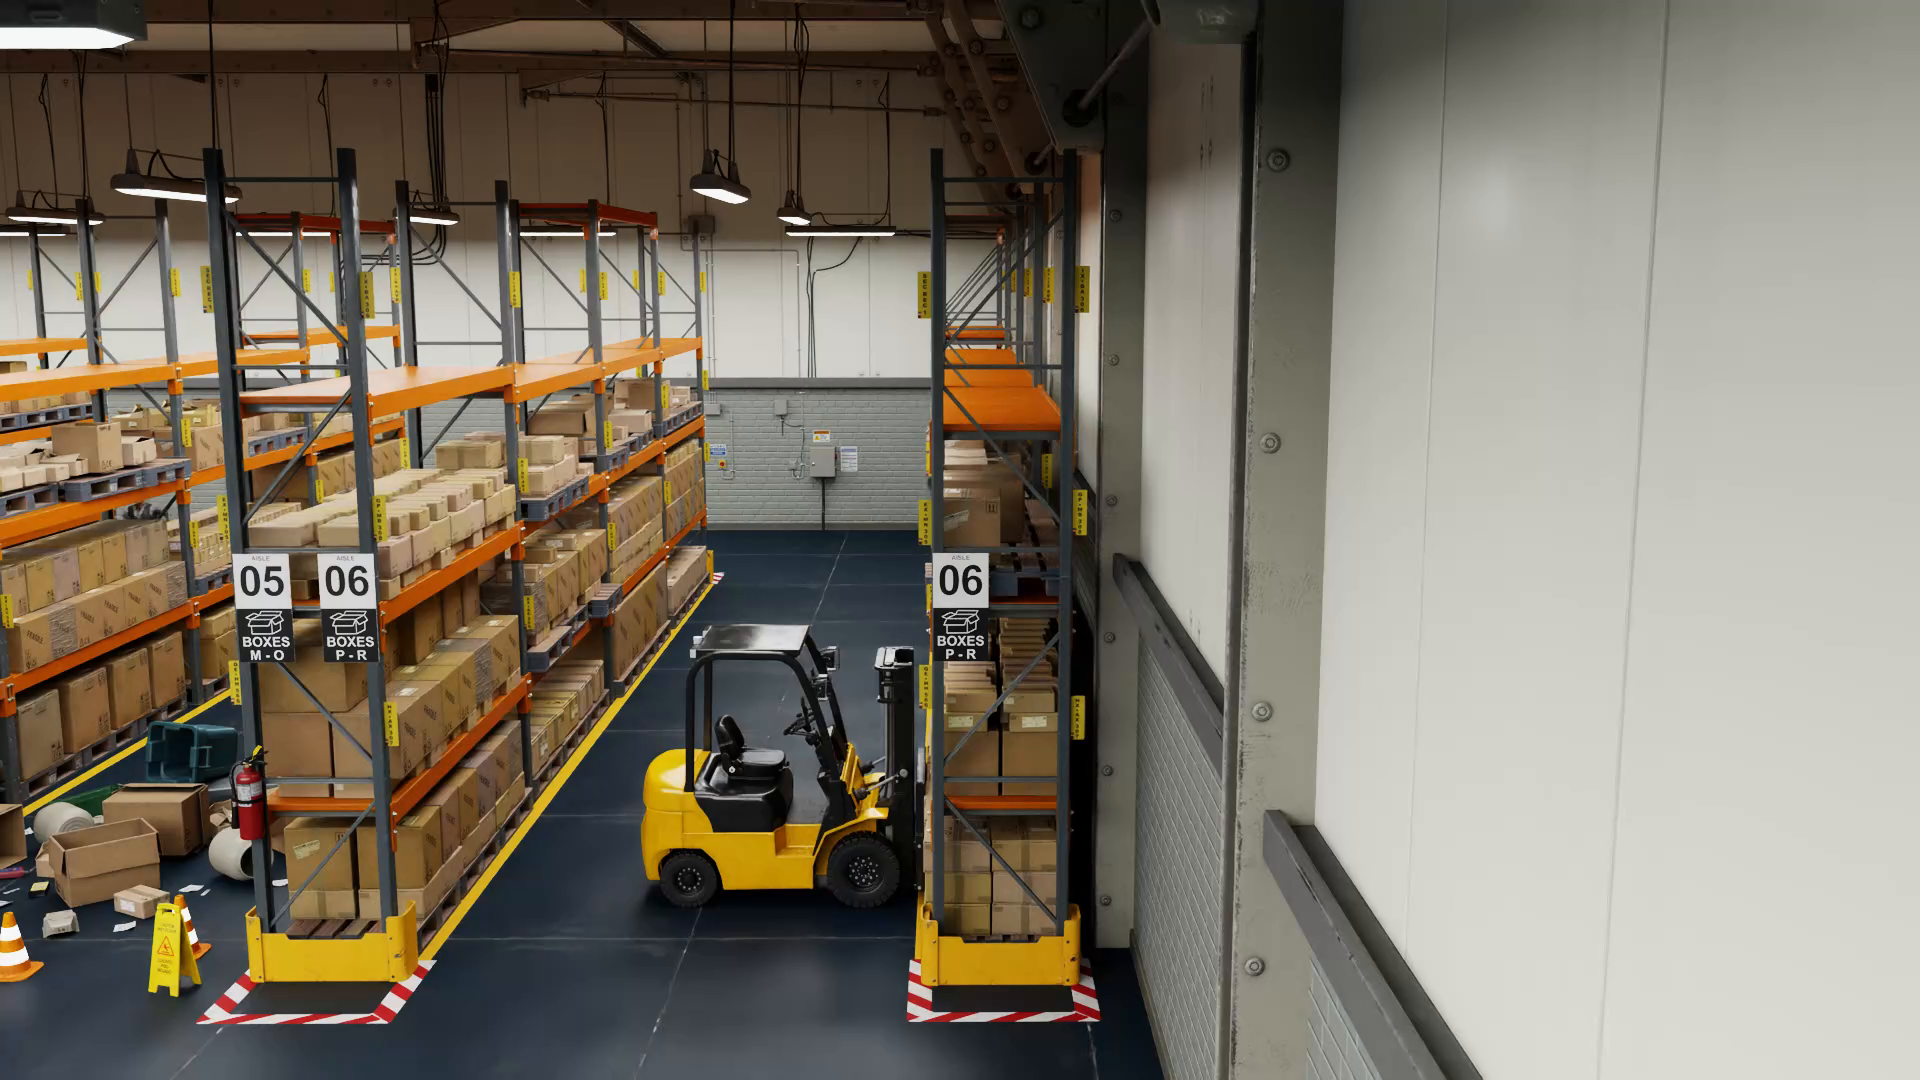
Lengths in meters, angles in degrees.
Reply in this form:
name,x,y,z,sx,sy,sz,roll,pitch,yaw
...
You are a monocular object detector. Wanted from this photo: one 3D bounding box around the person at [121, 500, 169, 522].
name,x,y,z,sx,sy,sz,roll,pitch,yaw
person,-13.020,0.064,26.560,0.637,1.766,0.831,0,9,2
